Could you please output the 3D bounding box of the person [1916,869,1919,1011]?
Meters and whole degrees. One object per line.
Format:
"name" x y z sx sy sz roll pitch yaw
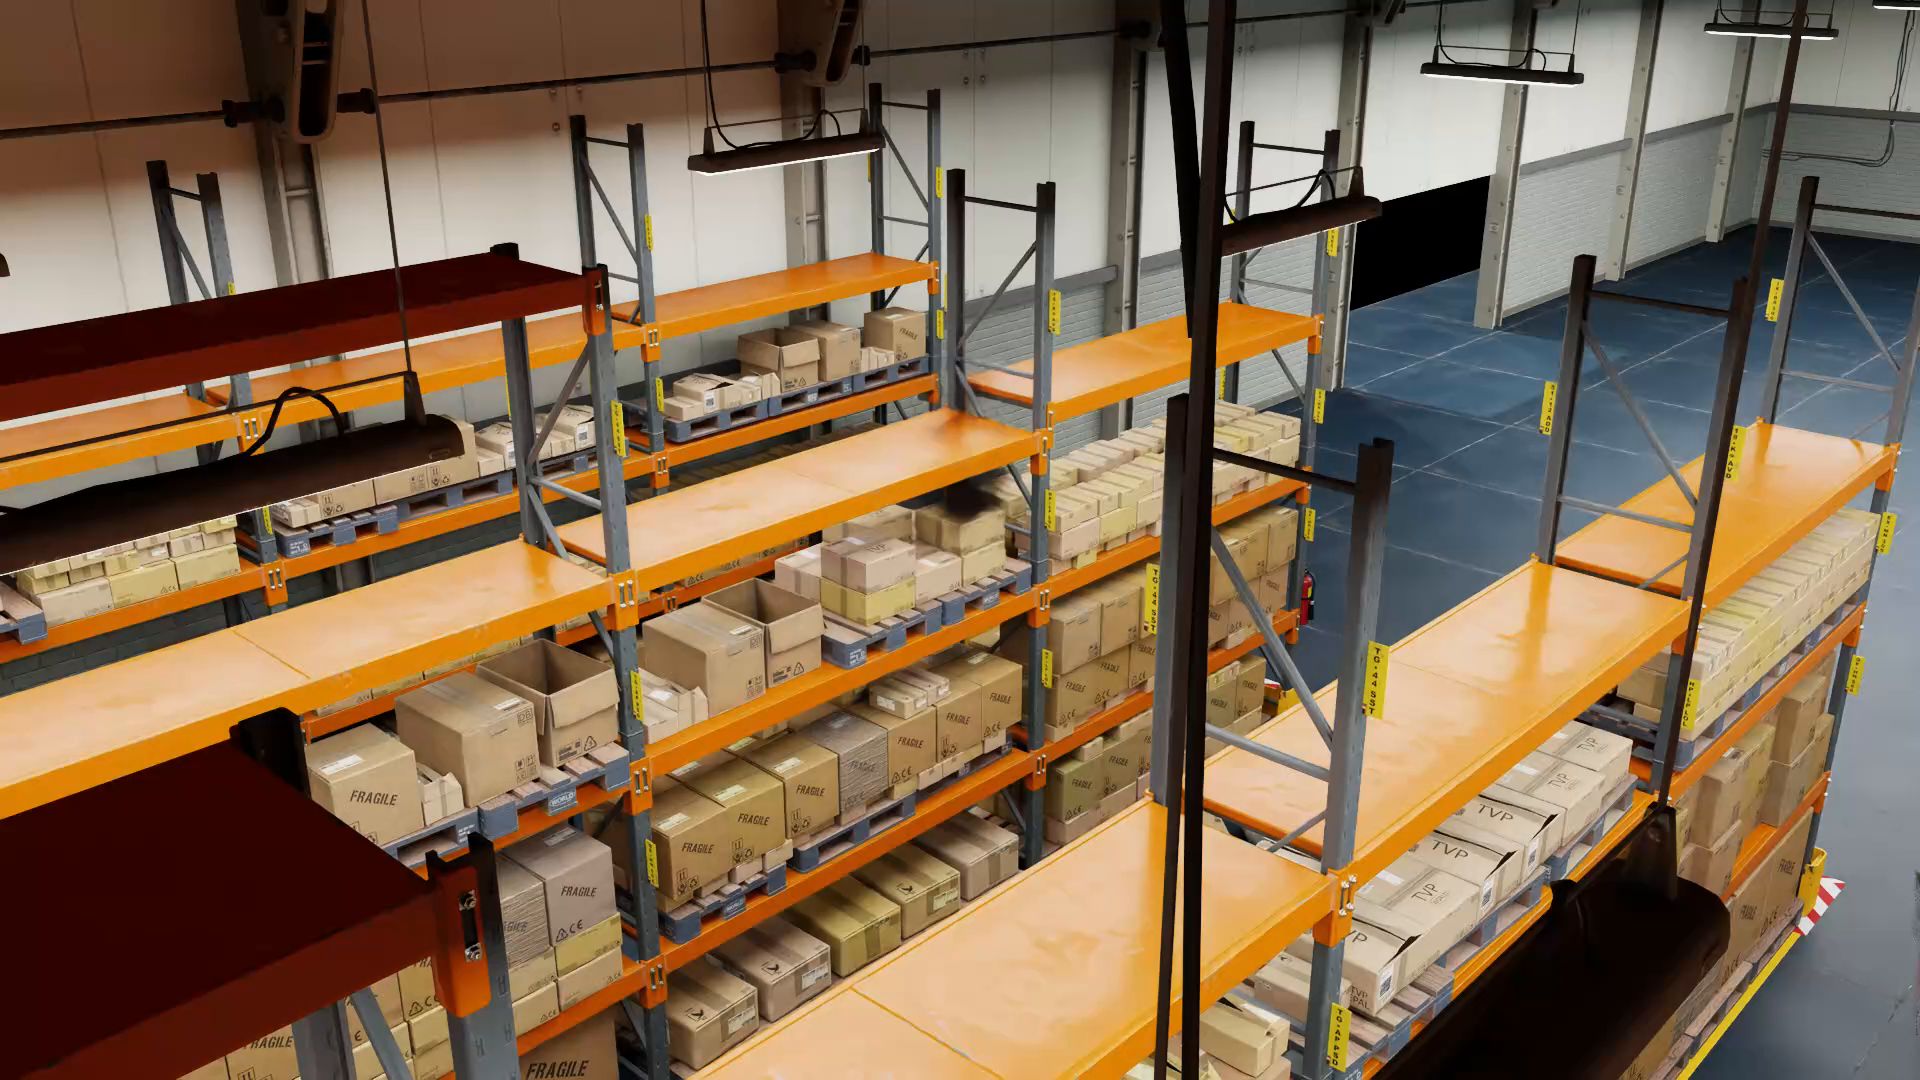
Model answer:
"person" 7.403 2.852 12.478 0.528 1.604 0.802 14 25 32
